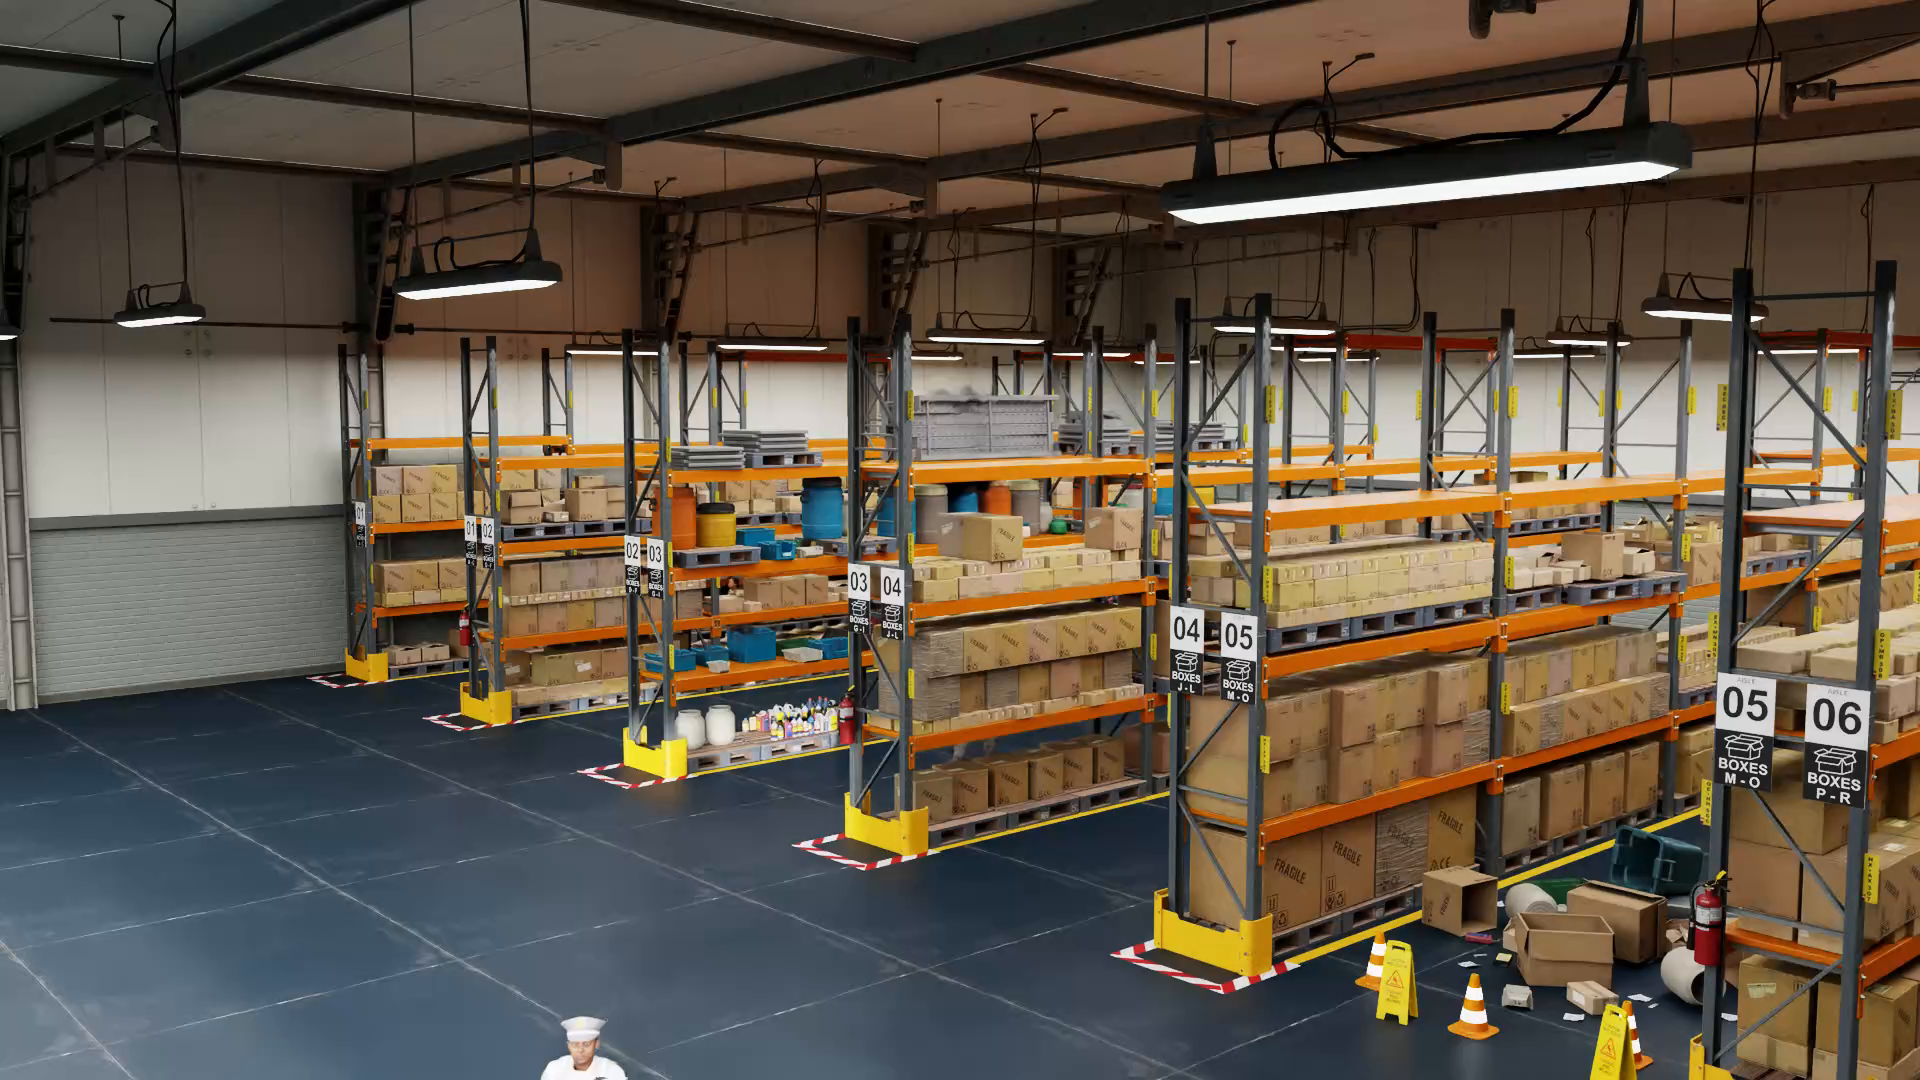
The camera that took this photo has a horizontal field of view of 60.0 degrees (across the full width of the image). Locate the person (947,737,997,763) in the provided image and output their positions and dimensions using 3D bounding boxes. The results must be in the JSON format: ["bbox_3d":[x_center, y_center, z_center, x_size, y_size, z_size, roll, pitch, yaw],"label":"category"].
[{"bbox_3d":[0.142,2.074,21.627,0.678,1.852,0.829,5,7,43],"label":"person"}]

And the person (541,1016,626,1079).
[{"bbox_3d":[-2.109,3.505,9.330,0.564,1.768,0.677,-1,5,-7],"label":"person"}]

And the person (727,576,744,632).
[{"bbox_3d":[-4.234,1.513,31.388,0.699,1.683,0.597,-4,7,-40],"label":"person"}]
